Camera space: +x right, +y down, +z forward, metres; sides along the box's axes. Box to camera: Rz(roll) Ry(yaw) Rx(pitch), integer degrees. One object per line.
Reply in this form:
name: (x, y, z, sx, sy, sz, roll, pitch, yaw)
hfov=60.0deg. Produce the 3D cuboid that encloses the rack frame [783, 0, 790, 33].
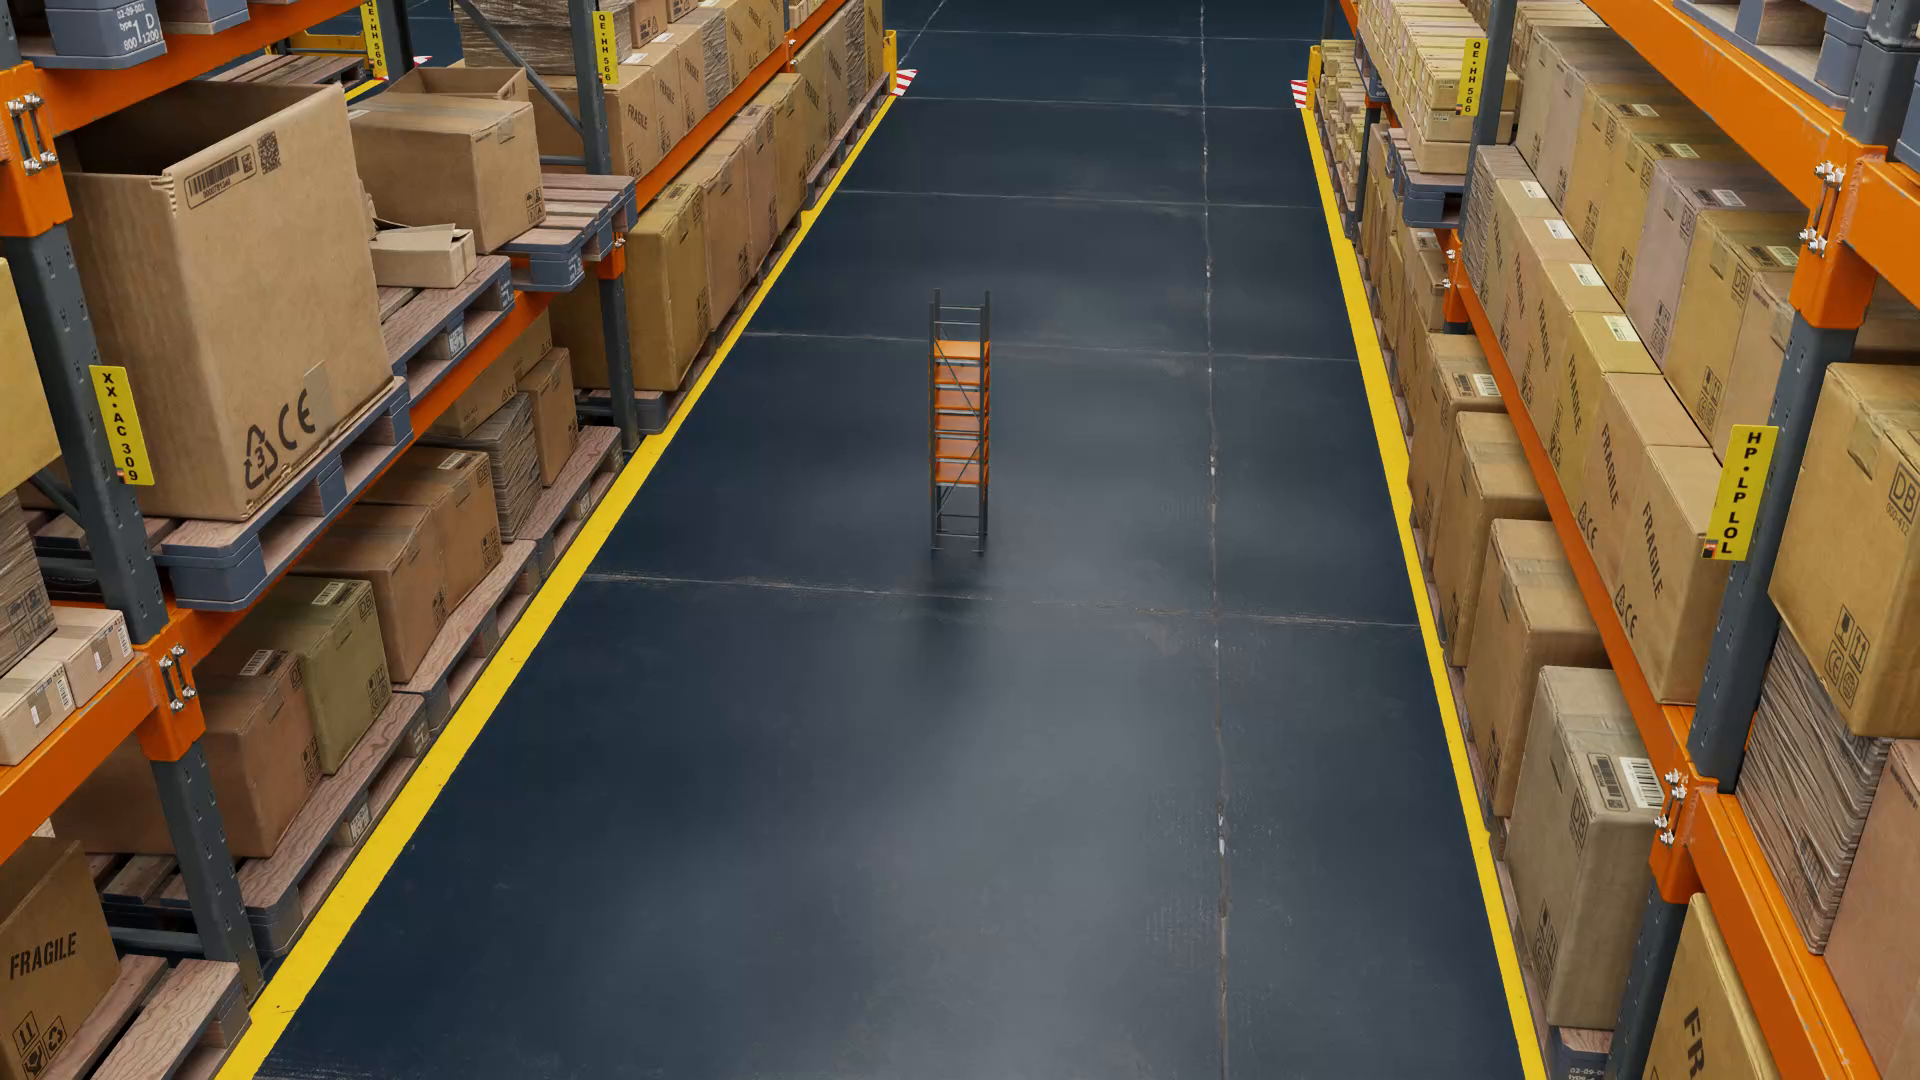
rack frame: (-1.682, -3.700, 11.456, 1.000, 3.000, 0.127, 3, 28, 6)

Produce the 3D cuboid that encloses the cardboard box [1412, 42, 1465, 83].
cardboard box: (2.408, -2.316, 8.082, 0.380, 0.149, 0.250, 4, 29, 8)

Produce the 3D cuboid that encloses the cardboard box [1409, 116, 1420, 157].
cardboard box: (2.374, -1.931, 7.995, 0.380, 0.149, 0.250, 3, 28, 6)

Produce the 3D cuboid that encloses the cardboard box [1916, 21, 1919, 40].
cardboard box: (1.865, -0.886, 2.786, 0.380, 0.149, 0.250, 3, 28, 5)

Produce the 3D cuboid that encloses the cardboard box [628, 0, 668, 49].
cardboard box: (-1.984, -2.953, 8.905, 0.797, 0.503, 0.637, 4, 29, 7)

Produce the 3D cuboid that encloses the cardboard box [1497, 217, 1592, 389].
cardboard box: (2.293, -0.853, 6.065, 0.500, 0.500, 0.500, 3, 28, 6)

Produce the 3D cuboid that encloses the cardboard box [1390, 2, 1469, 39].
cardboard box: (2.536, -2.806, 8.991, 0.380, 0.149, 0.250, 4, 29, 8)

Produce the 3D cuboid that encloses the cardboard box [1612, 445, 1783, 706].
cardboard box: (2.046, 0.096, 4.303, 0.500, 0.500, 0.500, 3, 28, 6)

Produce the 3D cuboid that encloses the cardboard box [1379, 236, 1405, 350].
cardboard box: (2.675, -1.385, 9.351, 0.500, 0.500, 0.500, 2, 28, 4)

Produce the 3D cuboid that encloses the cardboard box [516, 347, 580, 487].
cardboard box: (-2.235, -0.594, 7.862, 0.700, 0.500, 0.500, 2, 28, 4)

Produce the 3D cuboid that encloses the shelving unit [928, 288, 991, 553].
shelving unit: (-0.002, -0.521, 7.453, 0.258, 1.200, 0.189, 3, 28, 6)

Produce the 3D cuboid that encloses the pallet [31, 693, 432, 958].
pallet: (-2.569, 0.927, 5.807, 1.003, 0.211, 1.213, 3, 28, 6)

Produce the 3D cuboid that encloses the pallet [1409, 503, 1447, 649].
pallet: (2.566, 0.113, 7.318, 1.003, 0.211, 1.213, 3, 28, 6)

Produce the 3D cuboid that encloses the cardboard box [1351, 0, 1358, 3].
cardboard box: (3.151, -4.142, 12.540, 0.380, 0.149, 0.250, 4, 29, 7)

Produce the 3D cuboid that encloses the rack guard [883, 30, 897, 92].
rack guard: (-1.189, -4.494, 15.564, 1.175, 0.500, 0.348, 3, 28, 6)

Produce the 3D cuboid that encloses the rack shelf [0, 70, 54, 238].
rack shelf: (-2.908, 0.003, 2.177, 1.077, 0.370, 4.000, 3, 28, 6)

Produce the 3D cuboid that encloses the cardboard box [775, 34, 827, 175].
cardboard box: (-1.522, -3.256, 12.428, 0.875, 0.875, 0.875, 3, 28, 6)

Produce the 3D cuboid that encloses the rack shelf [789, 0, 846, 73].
rack shelf: (-1.437, -4.325, 13.374, 1.077, 0.370, 4.000, 3, 28, 6)

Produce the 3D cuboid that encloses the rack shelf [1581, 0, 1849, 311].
rack shelf: (2.493, -1.544, 5.049, 1.077, 0.370, 4.000, 3, 28, 6)

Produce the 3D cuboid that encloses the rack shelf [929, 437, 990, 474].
rack shelf: (-0.002, -0.377, 7.531, 0.258, 0.103, 0.180, 3, 28, 6)

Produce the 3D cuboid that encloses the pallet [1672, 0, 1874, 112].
pallet: (2.311, -1.269, 3.983, 0.805, 0.209, 1.217, 2, 28, 4)

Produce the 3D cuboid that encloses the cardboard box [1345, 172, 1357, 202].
cardboard box: (2.938, -2.499, 11.788, 0.380, 0.149, 0.250, 4, 29, 7)

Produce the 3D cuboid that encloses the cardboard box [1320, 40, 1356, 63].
cardboard box: (3.316, -4.212, 14.342, 0.380, 0.149, 0.250, 2, 28, 4)

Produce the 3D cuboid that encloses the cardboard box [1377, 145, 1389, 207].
cardboard box: (2.812, -2.196, 10.065, 0.500, 0.250, 0.500, 4, 29, 8)

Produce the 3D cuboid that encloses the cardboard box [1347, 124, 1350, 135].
cardboard box: (3.127, -3.081, 12.555, 0.380, 0.149, 0.250, 4, 29, 7)

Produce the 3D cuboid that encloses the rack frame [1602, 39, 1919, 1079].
rack frame: (2.247, 0.401, 3.842, 1.000, 3.000, 0.127, 3, 28, 6)

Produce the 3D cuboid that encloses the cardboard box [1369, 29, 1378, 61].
cardboard box: (2.628, -2.914, 9.818, 0.380, 0.149, 0.250, 4, 29, 7)

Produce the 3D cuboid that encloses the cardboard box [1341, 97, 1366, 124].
cardboard box: (3.079, -3.229, 12.517, 0.380, 0.149, 0.250, 2, 28, 4)

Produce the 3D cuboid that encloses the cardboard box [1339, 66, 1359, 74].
cardboard box: (3.252, -3.713, 13.414, 0.380, 0.149, 0.250, 4, 29, 8)

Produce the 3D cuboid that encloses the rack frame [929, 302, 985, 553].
rack frame: (-0.013, -0.478, 7.373, 0.240, 1.200, 0.006, 3, 28, 6)

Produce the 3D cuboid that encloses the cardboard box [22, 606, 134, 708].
cardboard box: (-2.397, 0.294, 4.306, 0.380, 0.149, 0.250, 3, 28, 6)

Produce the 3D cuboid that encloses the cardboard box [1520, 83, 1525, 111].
cardboard box: (3.120, -2.261, 8.605, 0.380, 0.149, 0.250, 4, 29, 8)

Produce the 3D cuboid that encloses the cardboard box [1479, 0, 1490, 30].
cardboard box: (3.311, -3.130, 9.906, 0.380, 0.149, 0.250, 5, 29, 8)

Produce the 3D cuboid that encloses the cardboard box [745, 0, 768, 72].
cardboard box: (-1.536, -3.276, 10.562, 0.500, 0.500, 0.500, 4, 29, 8)

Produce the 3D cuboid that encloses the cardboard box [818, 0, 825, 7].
cardboard box: (-1.222, -4.081, 12.427, 0.380, 0.149, 0.250, 3, 28, 5)

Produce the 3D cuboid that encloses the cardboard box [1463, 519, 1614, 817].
cardboard box: (2.356, 0.456, 5.671, 1.050, 0.750, 0.750, 3, 28, 6)

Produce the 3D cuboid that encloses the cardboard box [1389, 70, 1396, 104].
cardboard box: (2.504, -2.418, 8.898, 0.380, 0.149, 0.250, 4, 29, 8)

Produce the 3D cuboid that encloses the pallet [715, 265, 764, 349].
pallet: (-1.849, -1.529, 10.366, 1.003, 0.211, 1.213, 3, 28, 6)

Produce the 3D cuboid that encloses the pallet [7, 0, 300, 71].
pallet: (-2.481, -1.457, 4.327, 1.213, 0.211, 1.003, 3, 28, 6)

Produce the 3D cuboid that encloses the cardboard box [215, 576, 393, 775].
cardboard box: (-2.489, 0.461, 5.903, 0.700, 0.500, 0.500, 3, 28, 6)

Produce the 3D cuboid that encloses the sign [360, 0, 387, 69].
sign: (-2.724, -2.358, 7.743, 0.100, 0.325, 0.005, 3, 28, 6)

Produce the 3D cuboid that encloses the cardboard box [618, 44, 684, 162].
cardboard box: (-1.782, -2.317, 8.783, 0.500, 0.500, 0.500, 3, 28, 5)

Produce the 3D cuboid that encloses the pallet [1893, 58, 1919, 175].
pallet: (2.137, -0.496, 2.438, 1.003, 0.211, 1.213, 3, 28, 6)

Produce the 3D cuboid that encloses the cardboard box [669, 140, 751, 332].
cardboard box: (-1.951, -1.810, 9.744, 1.225, 0.875, 0.875, 3, 29, 6)

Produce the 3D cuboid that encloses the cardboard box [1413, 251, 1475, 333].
cardboard box: (2.561, -1.233, 8.279, 0.500, 0.250, 0.500, 3, 28, 5)

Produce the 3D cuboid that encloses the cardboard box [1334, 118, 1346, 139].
cardboard box: (3.160, -3.220, 13.127, 0.380, 0.149, 0.250, 3, 28, 6)

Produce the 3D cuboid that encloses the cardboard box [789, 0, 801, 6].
cardboard box: (-1.365, -3.971, 11.803, 0.500, 0.250, 0.500, 3, 28, 5)

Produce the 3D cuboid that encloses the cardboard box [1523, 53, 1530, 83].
cardboard box: (3.119, -2.392, 8.536, 0.380, 0.149, 0.250, 3, 28, 6)

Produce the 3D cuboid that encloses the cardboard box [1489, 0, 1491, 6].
cardboard box: (3.275, -3.129, 9.590, 0.380, 0.149, 0.250, 3, 28, 6)

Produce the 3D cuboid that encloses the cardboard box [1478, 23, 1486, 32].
cardboard box: (3.312, -3.001, 9.979, 0.380, 0.149, 0.250, 3, 28, 6)

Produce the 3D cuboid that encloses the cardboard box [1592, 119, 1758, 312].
cardboard box: (2.489, -1.035, 5.348, 0.700, 0.500, 0.500, 3, 28, 6)

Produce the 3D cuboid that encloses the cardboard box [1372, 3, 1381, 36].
cardboard box: (2.631, -3.045, 9.748, 0.380, 0.149, 0.250, 2, 28, 4)

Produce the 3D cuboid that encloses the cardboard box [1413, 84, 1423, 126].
cardboard box: (2.377, -2.071, 7.941, 0.380, 0.149, 0.250, 4, 29, 8)

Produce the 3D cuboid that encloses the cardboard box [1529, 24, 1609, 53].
cardboard box: (3.116, -2.518, 8.456, 0.380, 0.149, 0.250, 5, 29, 9)

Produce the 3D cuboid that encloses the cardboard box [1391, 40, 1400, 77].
cardboard box: (2.502, -2.553, 8.835, 0.380, 0.149, 0.250, 4, 29, 7)

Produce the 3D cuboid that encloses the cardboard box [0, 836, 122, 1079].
cardboard box: (-2.751, 1.167, 4.614, 0.500, 0.500, 0.500, 3, 28, 5)

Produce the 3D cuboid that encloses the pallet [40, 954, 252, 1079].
pallet: (-2.710, 1.611, 4.536, 1.003, 0.211, 1.213, 3, 28, 6)

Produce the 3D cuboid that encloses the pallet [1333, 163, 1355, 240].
pallet: (3.275, -2.455, 12.084, 1.003, 0.211, 1.213, 3, 28, 6)

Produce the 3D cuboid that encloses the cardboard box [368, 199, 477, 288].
cardboard box: (-2.109, -1.142, 6.407, 0.396, 0.266, 0.258, 3, 28, 5)
